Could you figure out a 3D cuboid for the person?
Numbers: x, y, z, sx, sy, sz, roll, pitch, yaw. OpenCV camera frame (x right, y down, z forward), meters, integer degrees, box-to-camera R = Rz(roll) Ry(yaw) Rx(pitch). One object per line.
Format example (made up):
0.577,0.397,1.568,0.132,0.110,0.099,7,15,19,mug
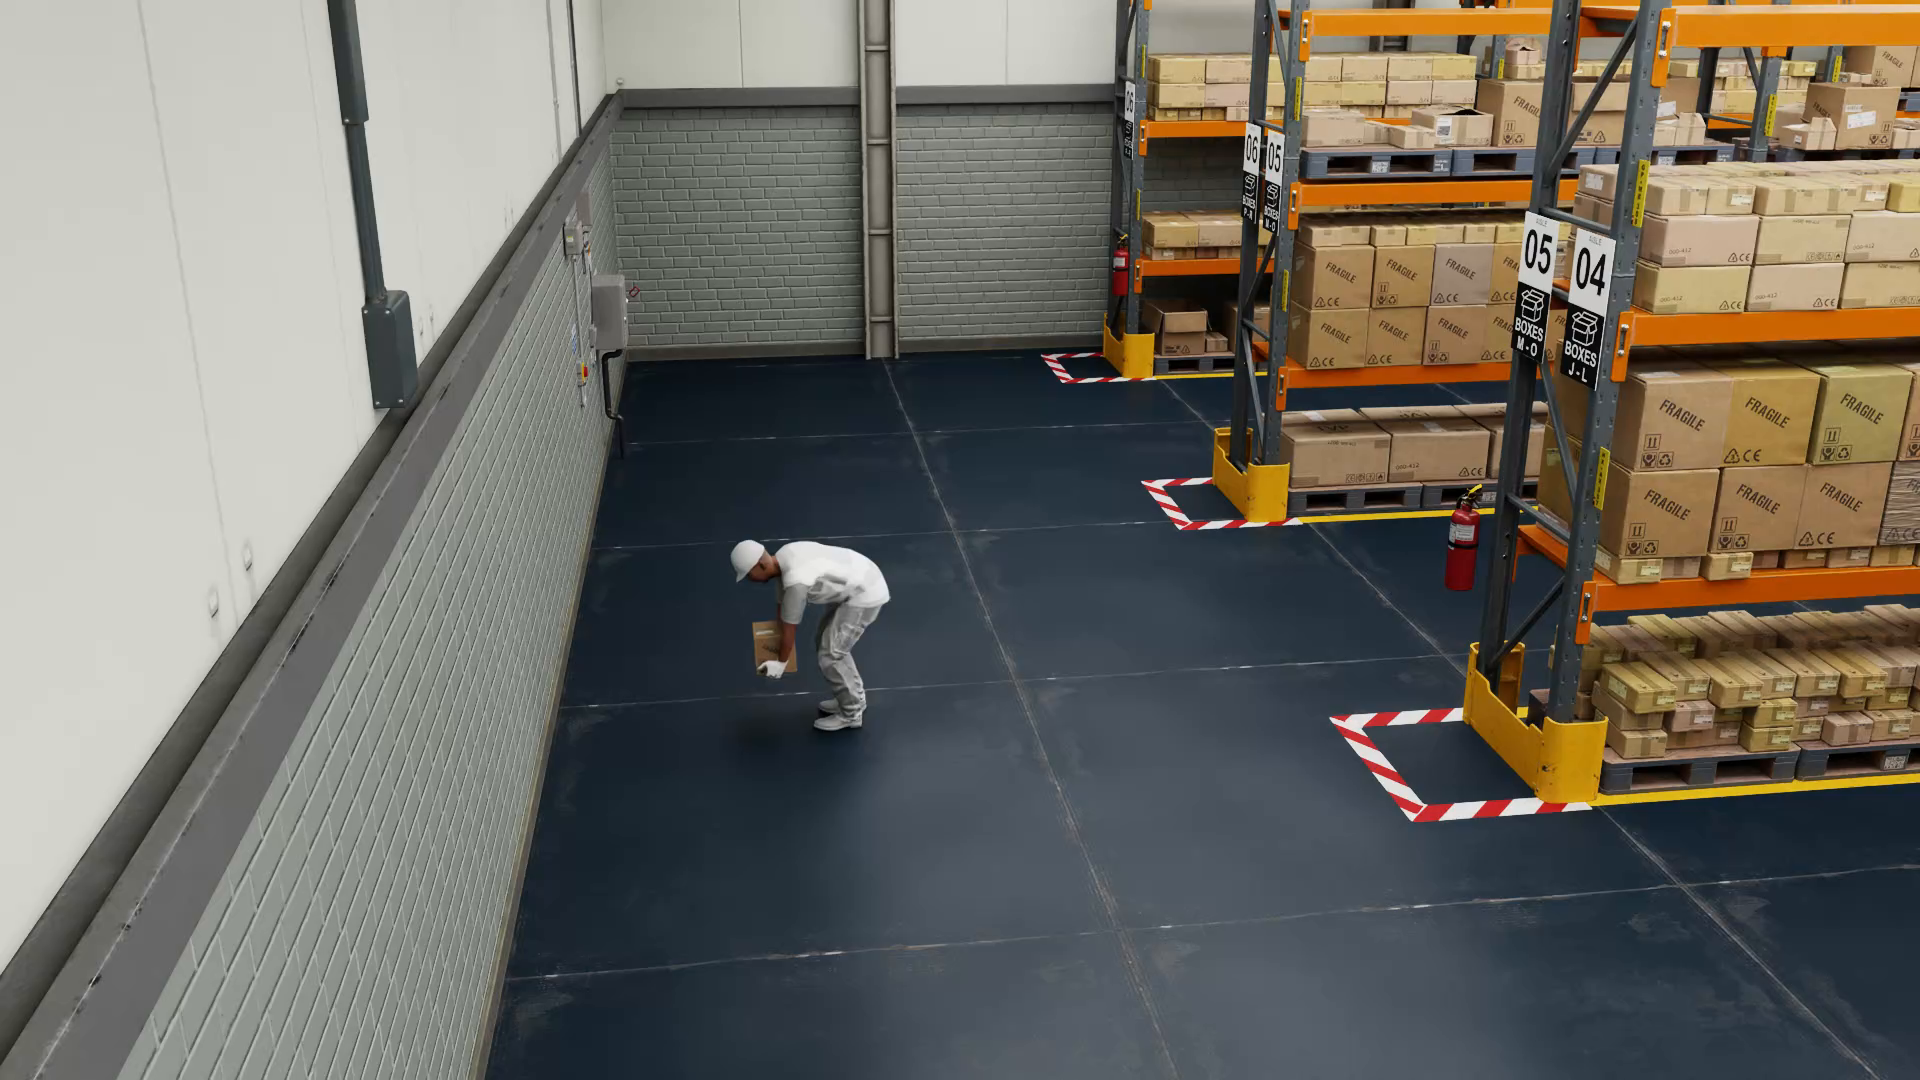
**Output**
-0.913,0.564,10.275,0.953,1.238,0.516,-4,20,-10,person
